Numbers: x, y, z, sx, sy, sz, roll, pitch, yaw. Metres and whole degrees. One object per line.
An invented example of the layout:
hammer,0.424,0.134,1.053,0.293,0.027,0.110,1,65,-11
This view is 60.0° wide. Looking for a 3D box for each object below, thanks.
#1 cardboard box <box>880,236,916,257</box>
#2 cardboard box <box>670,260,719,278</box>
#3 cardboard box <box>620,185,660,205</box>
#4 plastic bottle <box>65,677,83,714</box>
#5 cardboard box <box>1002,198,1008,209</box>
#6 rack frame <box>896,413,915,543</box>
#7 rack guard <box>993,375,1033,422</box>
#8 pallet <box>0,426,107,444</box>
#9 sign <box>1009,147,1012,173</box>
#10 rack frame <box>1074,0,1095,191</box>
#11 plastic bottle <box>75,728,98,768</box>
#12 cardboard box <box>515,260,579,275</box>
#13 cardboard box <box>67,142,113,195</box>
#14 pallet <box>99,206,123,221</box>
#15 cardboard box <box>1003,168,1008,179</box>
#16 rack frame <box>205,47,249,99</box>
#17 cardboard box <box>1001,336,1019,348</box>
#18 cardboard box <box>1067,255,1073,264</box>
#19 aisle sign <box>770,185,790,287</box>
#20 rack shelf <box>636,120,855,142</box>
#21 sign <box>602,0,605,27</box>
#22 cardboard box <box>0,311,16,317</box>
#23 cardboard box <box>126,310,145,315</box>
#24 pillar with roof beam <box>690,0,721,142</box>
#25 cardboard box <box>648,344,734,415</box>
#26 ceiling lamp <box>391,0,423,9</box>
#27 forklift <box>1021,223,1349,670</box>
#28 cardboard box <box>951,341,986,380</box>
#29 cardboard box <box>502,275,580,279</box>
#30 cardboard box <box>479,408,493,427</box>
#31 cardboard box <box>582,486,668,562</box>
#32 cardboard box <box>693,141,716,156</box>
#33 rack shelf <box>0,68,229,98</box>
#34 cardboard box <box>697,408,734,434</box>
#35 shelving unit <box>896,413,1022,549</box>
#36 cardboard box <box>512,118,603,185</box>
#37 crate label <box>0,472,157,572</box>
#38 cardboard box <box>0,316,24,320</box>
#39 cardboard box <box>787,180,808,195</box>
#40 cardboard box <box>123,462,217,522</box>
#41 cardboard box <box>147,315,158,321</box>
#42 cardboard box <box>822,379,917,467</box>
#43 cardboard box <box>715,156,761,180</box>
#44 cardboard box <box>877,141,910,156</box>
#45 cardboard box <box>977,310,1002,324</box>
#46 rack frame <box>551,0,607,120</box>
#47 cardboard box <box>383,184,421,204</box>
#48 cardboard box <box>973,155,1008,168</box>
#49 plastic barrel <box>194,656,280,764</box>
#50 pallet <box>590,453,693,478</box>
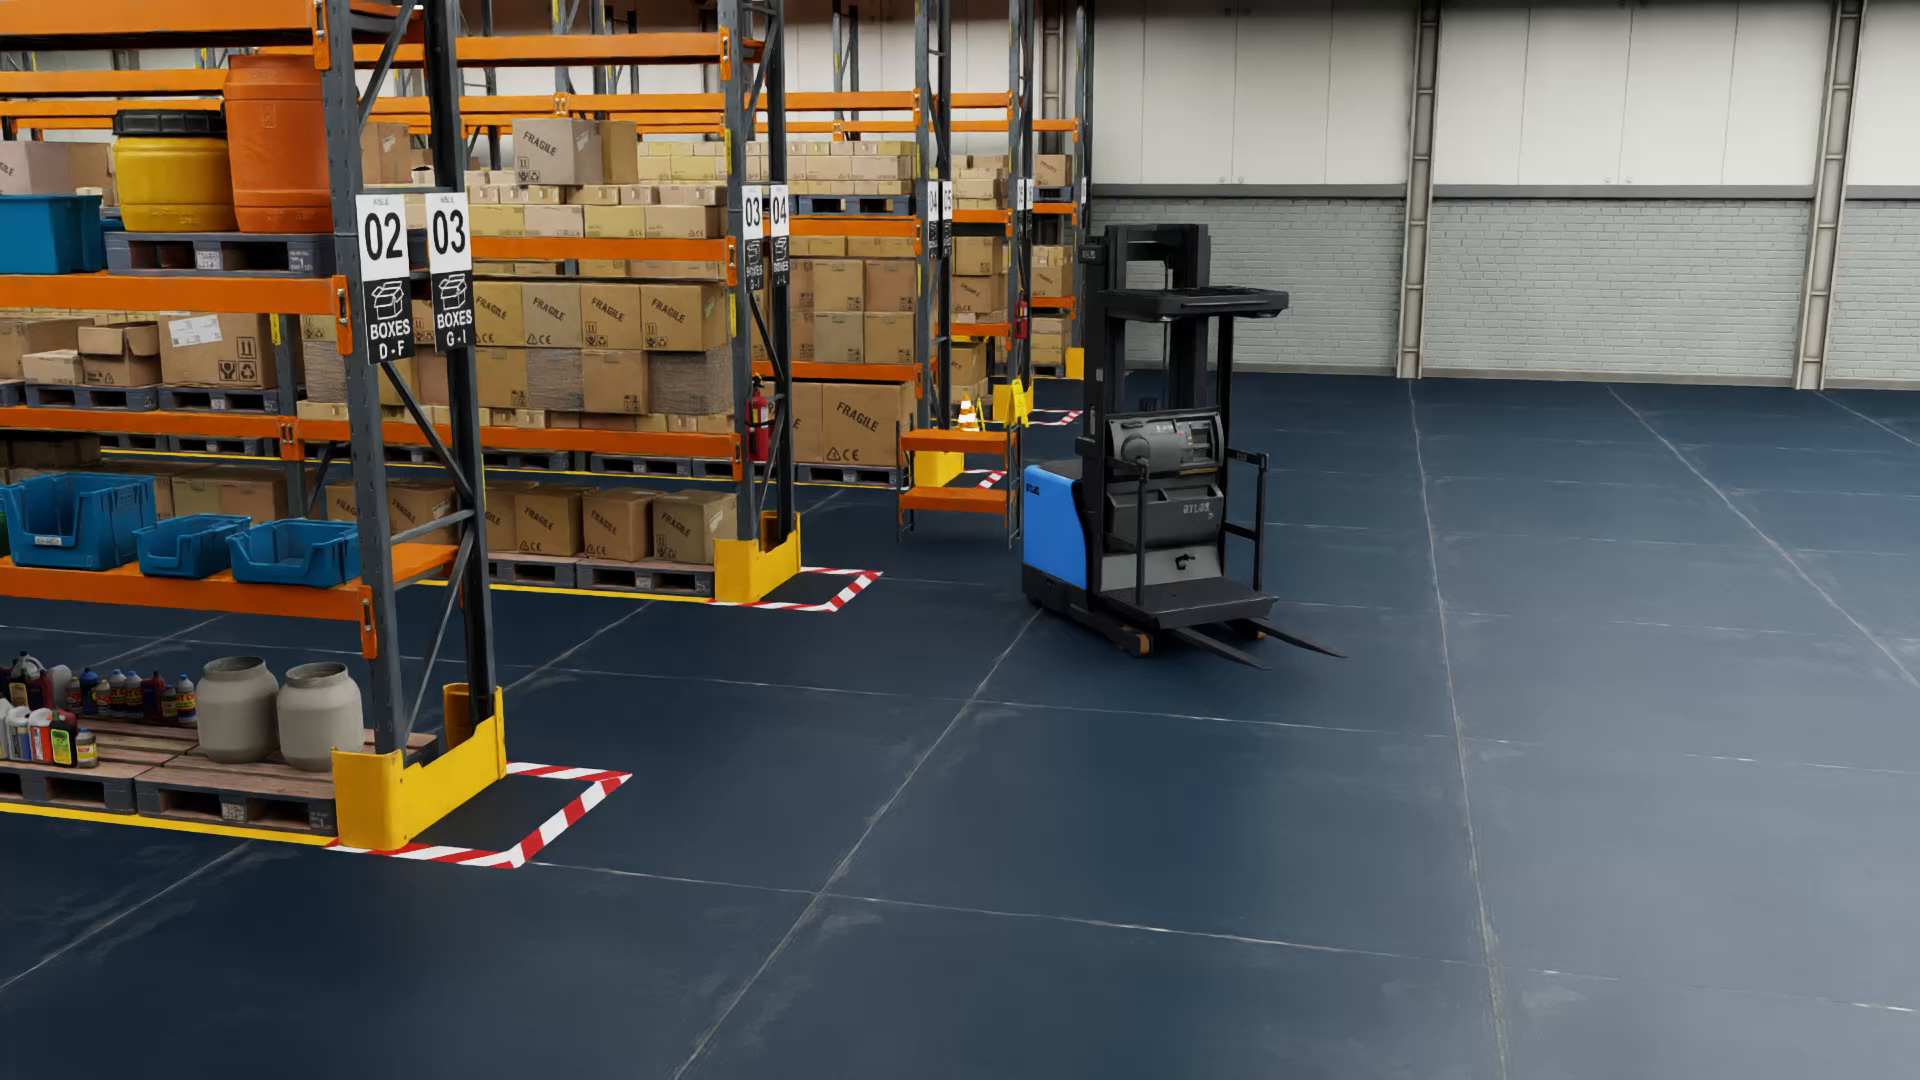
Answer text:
cardboard box,-0.746,-3.872,22.551,0.500,0.500,0.700,3,13,13
cardboard box,-2.757,-2.851,18.336,0.550,0.550,0.875,3,13,14
cardboard box,-2.424,-2.657,12.799,0.250,0.149,0.380,2,13,11
plastic bottle,-5.161,0.902,9.705,0.097,0.201,0.097,0,13,0
cardboard box,0.567,-4.604,22.730,0.250,0.149,0.380,3,13,14
rack frame,-0.500,-0.576,15.249,0.032,1.125,0.500,3,13,14
rack guard,0.738,-1.960,22.931,0.348,0.500,1.175,3,13,14
pallet,-11.171,-1.352,20.855,1.213,0.211,1.003,3,13,14
sign,0.659,-4.958,21.700,0.005,0.325,0.100,3,13,14
rack frame,1.997,-7.149,26.698,0.127,3.000,1.000,3,13,14
plastic bottle,-4.638,1.097,8.825,0.097,0.201,0.097,0,13,0
cardboard box,-4.643,-2.899,18.854,0.500,0.500,0.700,3,13,13
cardboard box,-7.829,-3.240,14.616,0.500,0.500,0.500,3,13,14
pallet,-7.028,-2.781,14.366,1.003,0.211,1.213,3,13,14
cardboard box,0.515,-4.969,22.535,0.250,0.149,0.380,3,13,13
rack frame,-10.839,-6.728,24.800,0.127,3.000,1.000,3,13,14
cardboard box,0.965,-3.315,27.491,0.500,0.250,0.500,3,13,13
cardboard box,1.730,-4.658,27.592,0.250,0.149,0.380,3,13,12
aisle sign,-1.431,-2.422,13.238,0.004,0.787,0.394,3,13,14
rack shelf,-3.828,-6.914,28.223,4.000,0.370,1.077,3,13,14
sign,-4.003,-5.916,18.615,0.005,0.325,0.100,3,13,14
cardboard box,-11.384,-2.705,20.128,0.250,0.149,0.380,3,13,14
cardboard box,-9.632,-2.756,19.671,0.250,0.149,0.380,3,13,13
pillar with roof beam,-5.320,-6.781,25.038,0.548,9.000,9.100,3,13,14
cardboard box,-2.090,-1.321,13.361,0.500,0.500,0.875,3,13,14
ceiling lamp,-9.366,-10.116,26.594,2.000,3.185,0.800,3,13,14
forklift,1.576,-0.723,11.740,1.130,2.935,3.031,-6,14,-25
cardboard box,0.071,-2.506,23.269,0.500,0.500,0.500,3,13,12
cardboard box,-3.488,-1.938,13.836,0.500,0.500,0.500,3,13,14
cardboard box,-3.850,-1.028,13.539,0.250,0.149,0.380,3,13,14
cardboard box,-2.754,-0.137,13.744,0.500,0.500,0.500,7,14,28
cardboard box,-2.652,-4.167,17.719,0.250,0.149,0.380,3,13,13
rack shelf,-7.388,-3.786,14.124,4.000,0.370,1.077,3,13,14
cardboard box,-1.889,-0.941,13.148,0.250,0.149,0.380,3,13,14
shelving unit,-0.007,-0.549,15.130,1.048,1.125,0.538,3,13,14
cardboard box,-3.128,-3.022,12.950,0.500,0.500,0.500,3,13,14
crate label,-4.601,-0.107,8.725,0.616,0.435,0.502,3,13,14
cardboard box,-8.796,-1.742,14.976,0.500,0.500,0.500,1,13,7
cardboard box,-1.669,-3.725,17.568,0.250,0.149,0.380,3,13,13
cardboard box,-7.039,-0.389,14.832,0.500,0.500,0.700,2,13,9
cardboard box,-9.364,-2.597,19.641,0.250,0.149,0.380,3,13,13
cardboard box,-0.951,-1.319,18.208,0.875,0.875,0.875,3,13,14
cardboard box,-2.281,-3.966,17.734,0.500,0.250,0.500,3,13,14
cardboard box,-0.685,-4.061,17.244,0.250,0.149,0.380,3,13,14
cardboard box,0.397,-3.028,22.554,0.250,0.149,0.380,4,13,15
rack frame,-4.160,-5.267,18.213,0.127,3.000,1.000,3,13,14
cardboard box,-4.423,-2.783,13.367,0.250,0.149,0.380,3,13,15
cardboard box,0.538,-6.034,27.163,0.500,0.500,0.700,3,13,14
plastic barrel,-3.894,0.914,8.978,0.421,0.512,0.421,0,13,0
pallet,-3.440,-0.921,18.913,1.213,0.211,1.003,3,13,14
